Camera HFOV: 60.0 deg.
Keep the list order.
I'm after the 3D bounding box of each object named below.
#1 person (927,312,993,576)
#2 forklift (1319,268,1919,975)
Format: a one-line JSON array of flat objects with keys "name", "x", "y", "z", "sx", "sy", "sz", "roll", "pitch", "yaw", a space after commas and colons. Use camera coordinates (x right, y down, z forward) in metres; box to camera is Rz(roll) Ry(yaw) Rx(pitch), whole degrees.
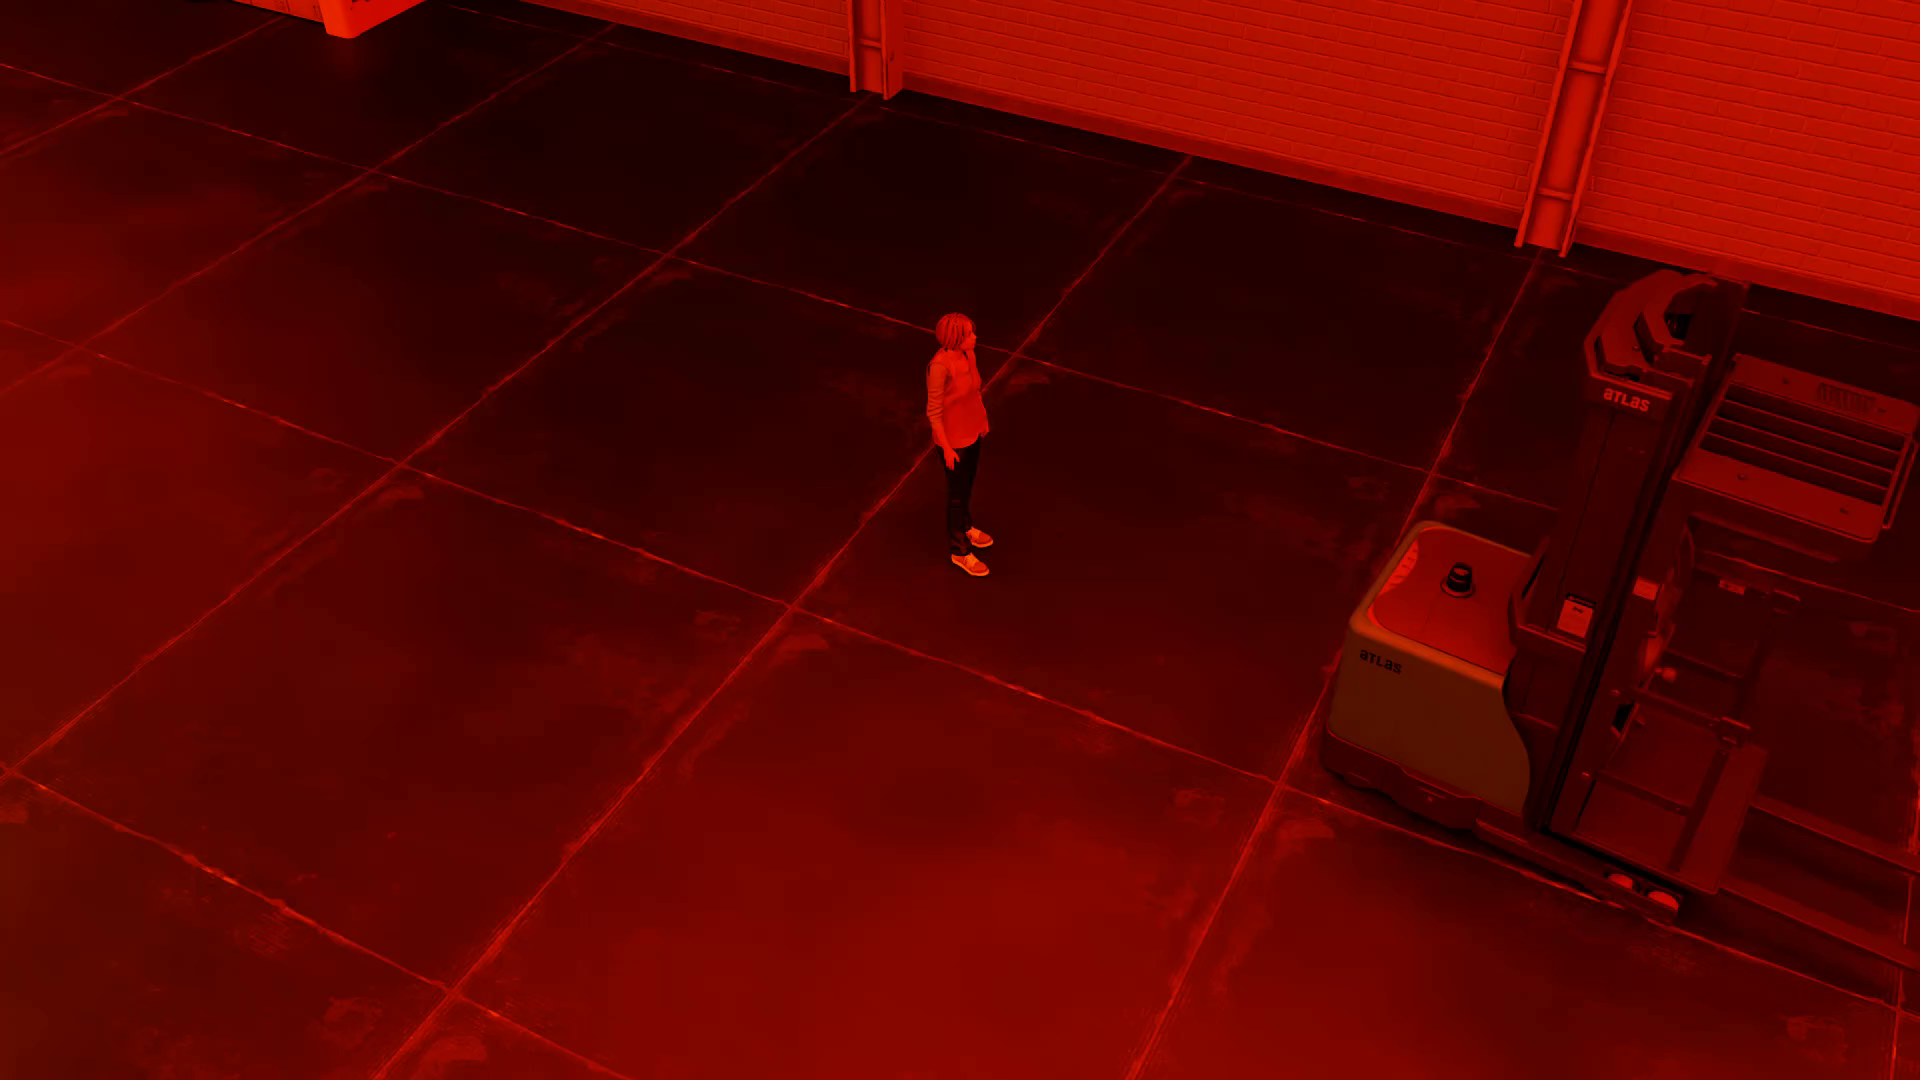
[{"name": "person", "x": 0.059, "y": -0.587, "z": 9.707, "sx": 0.476, "sy": 1.597, "sz": 0.520, "roll": 18, "pitch": 43, "yaw": 21}, {"name": "forklift", "x": 3.414, "y": 0.348, "z": 7.573, "sx": 3.031, "sy": 2.935, "sz": 1.130, "roll": 23, "pitch": 45, "yaw": 24}]
